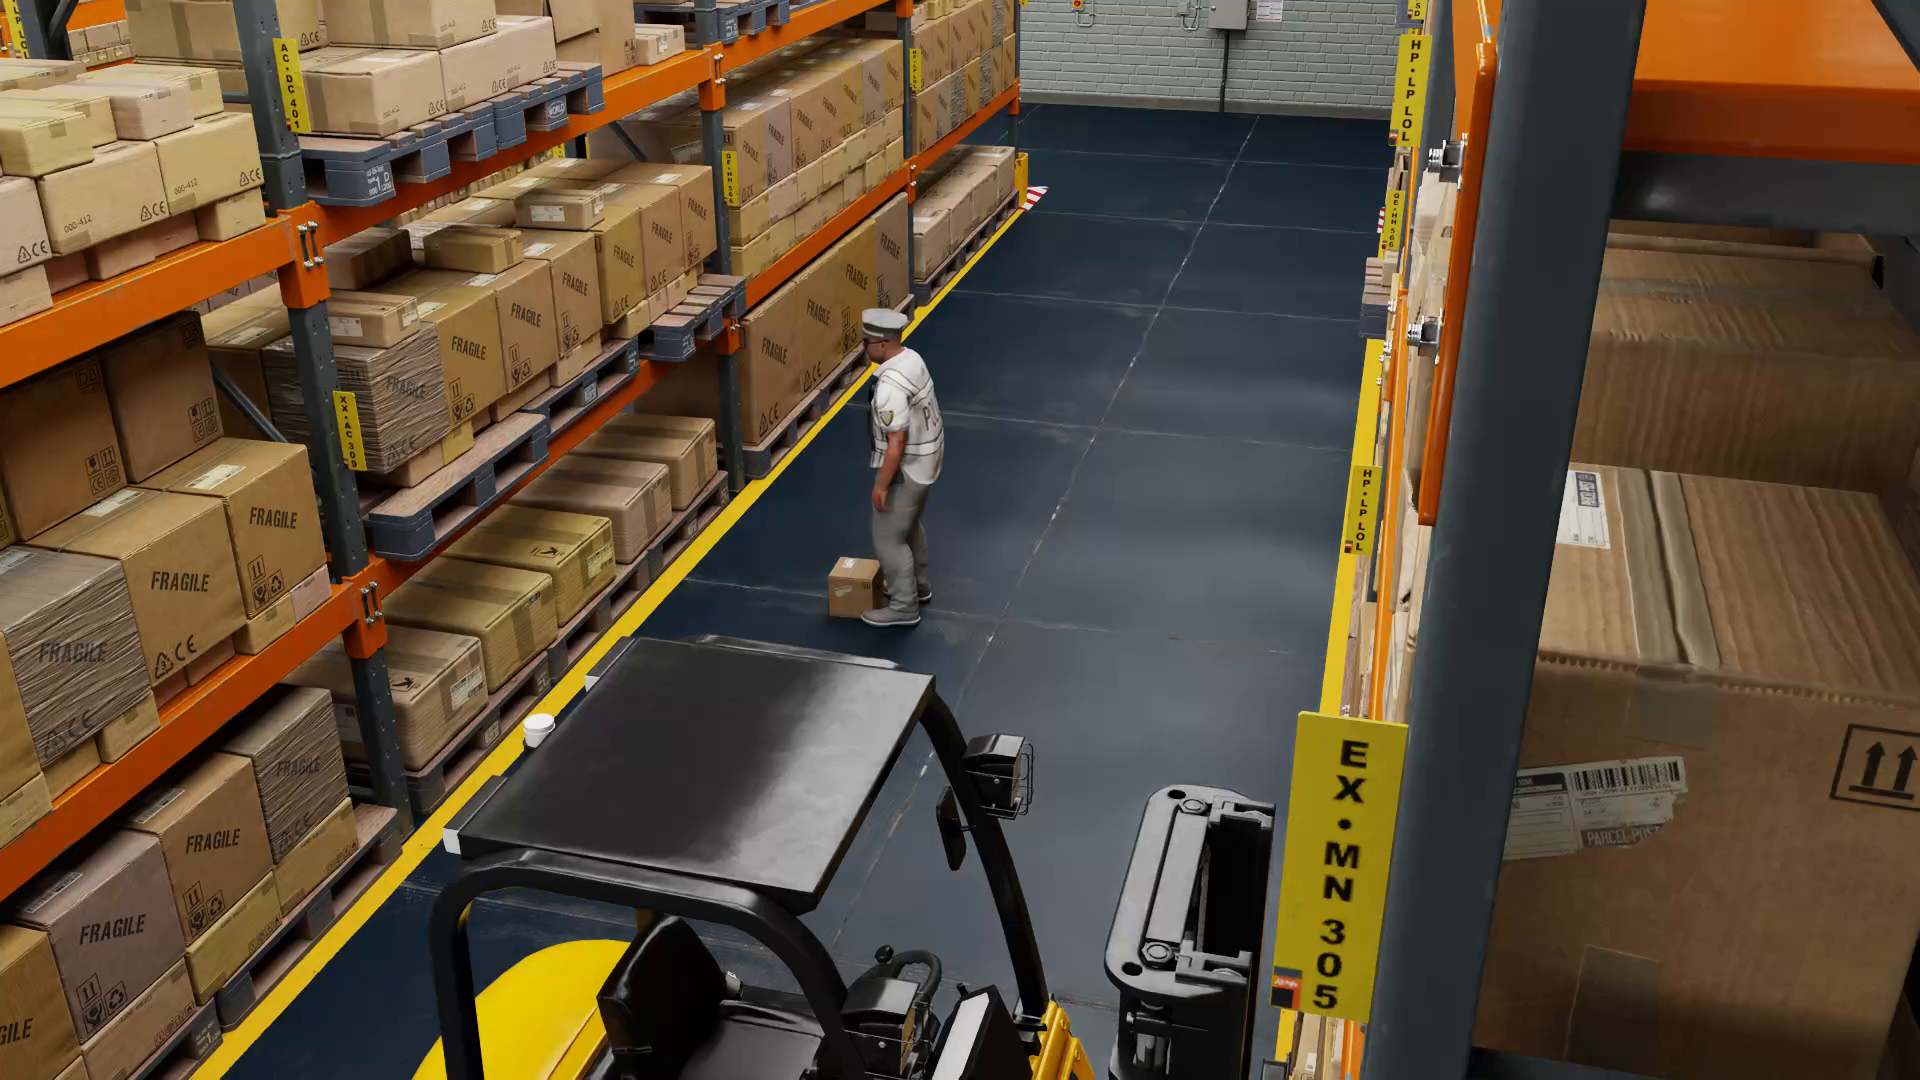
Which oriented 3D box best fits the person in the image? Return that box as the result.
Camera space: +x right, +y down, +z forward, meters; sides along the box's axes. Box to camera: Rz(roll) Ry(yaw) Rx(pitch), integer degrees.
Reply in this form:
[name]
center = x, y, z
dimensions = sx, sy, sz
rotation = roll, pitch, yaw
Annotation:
[person]
center = -0.310, -0.385, 8.914
dimensions = 0.429, 1.751, 0.606
rotation = 5, 26, 10
